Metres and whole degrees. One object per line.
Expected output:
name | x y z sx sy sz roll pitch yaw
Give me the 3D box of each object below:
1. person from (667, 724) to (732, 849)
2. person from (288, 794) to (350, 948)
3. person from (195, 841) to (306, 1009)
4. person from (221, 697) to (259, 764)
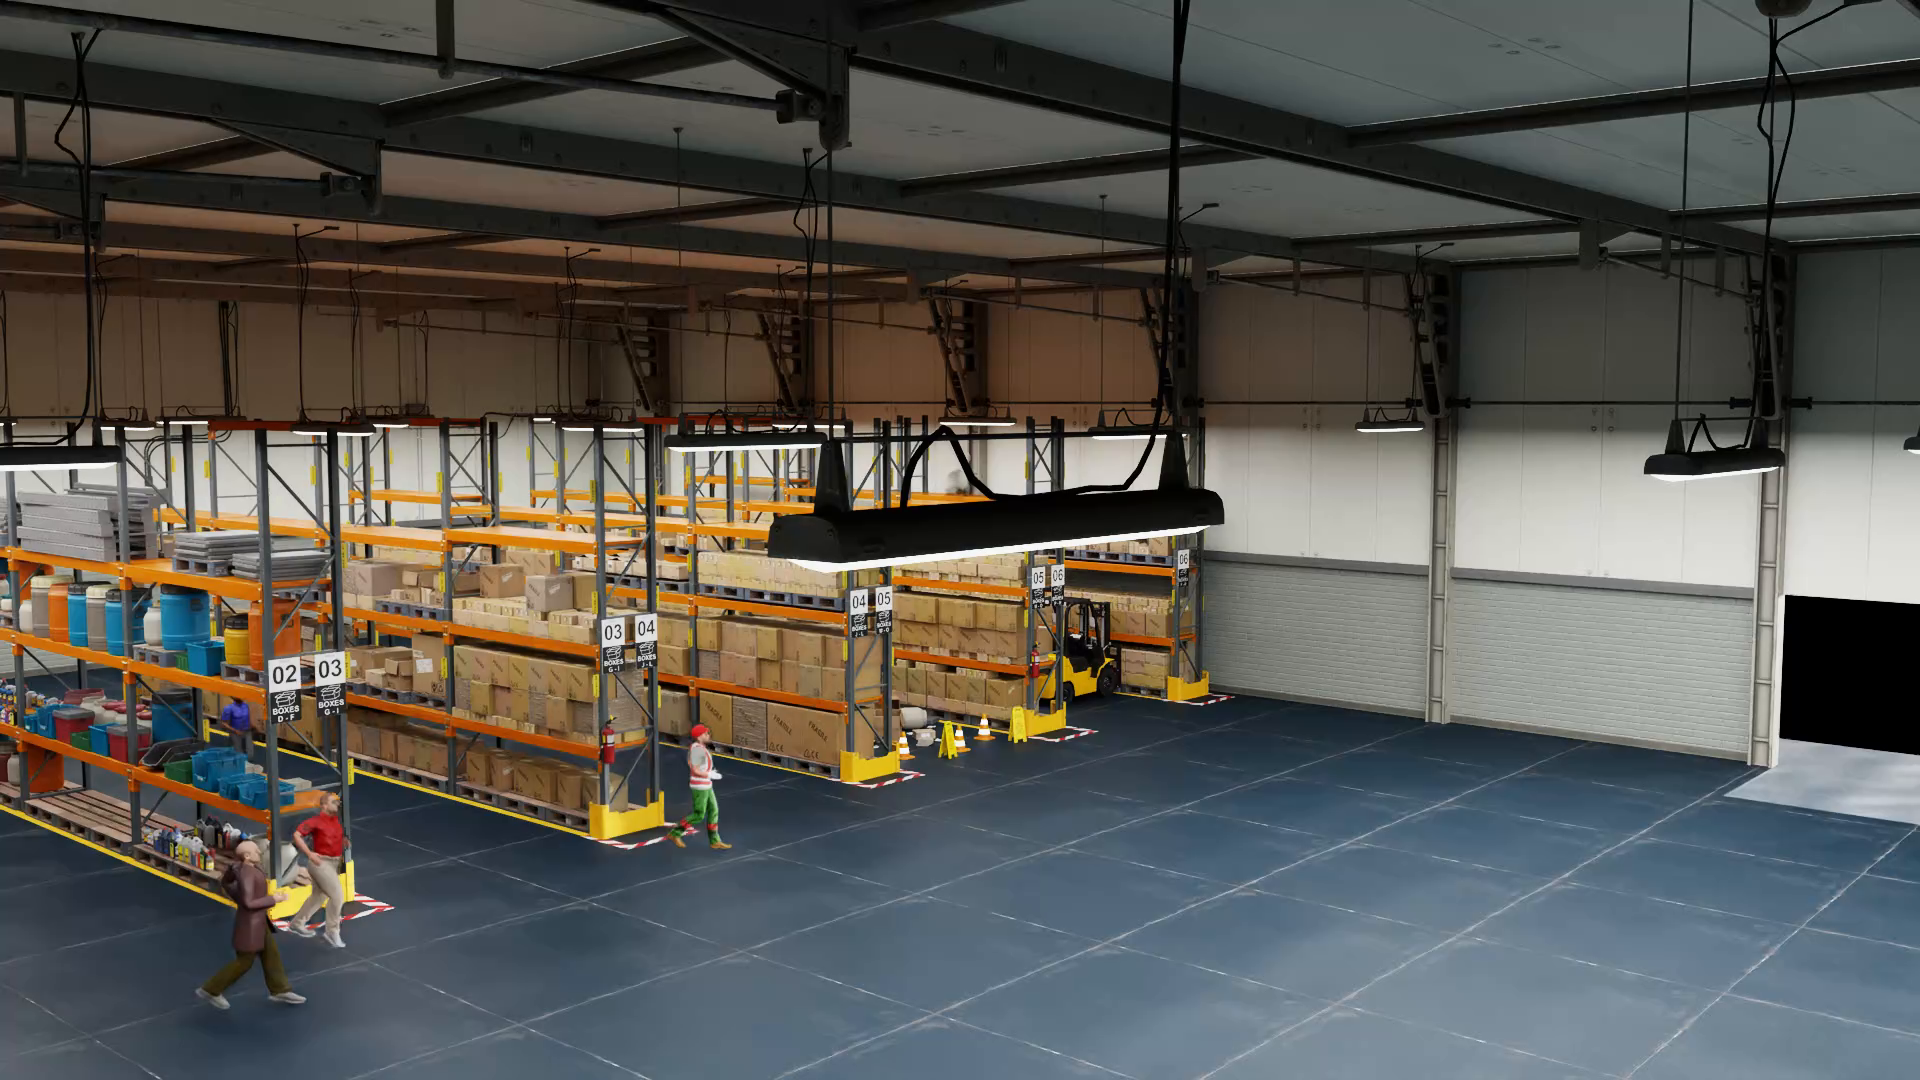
person | -3.670 3.475 23.372 0.892 1.779 0.666 0 5 -5
person | -7.508 3.880 19.575 0.748 1.788 0.685 0 5 2
person | -7.358 3.999 17.209 1.048 1.800 0.706 -2 5 -21
person | -11.925 3.244 27.496 0.615 1.604 0.576 3 6 31
